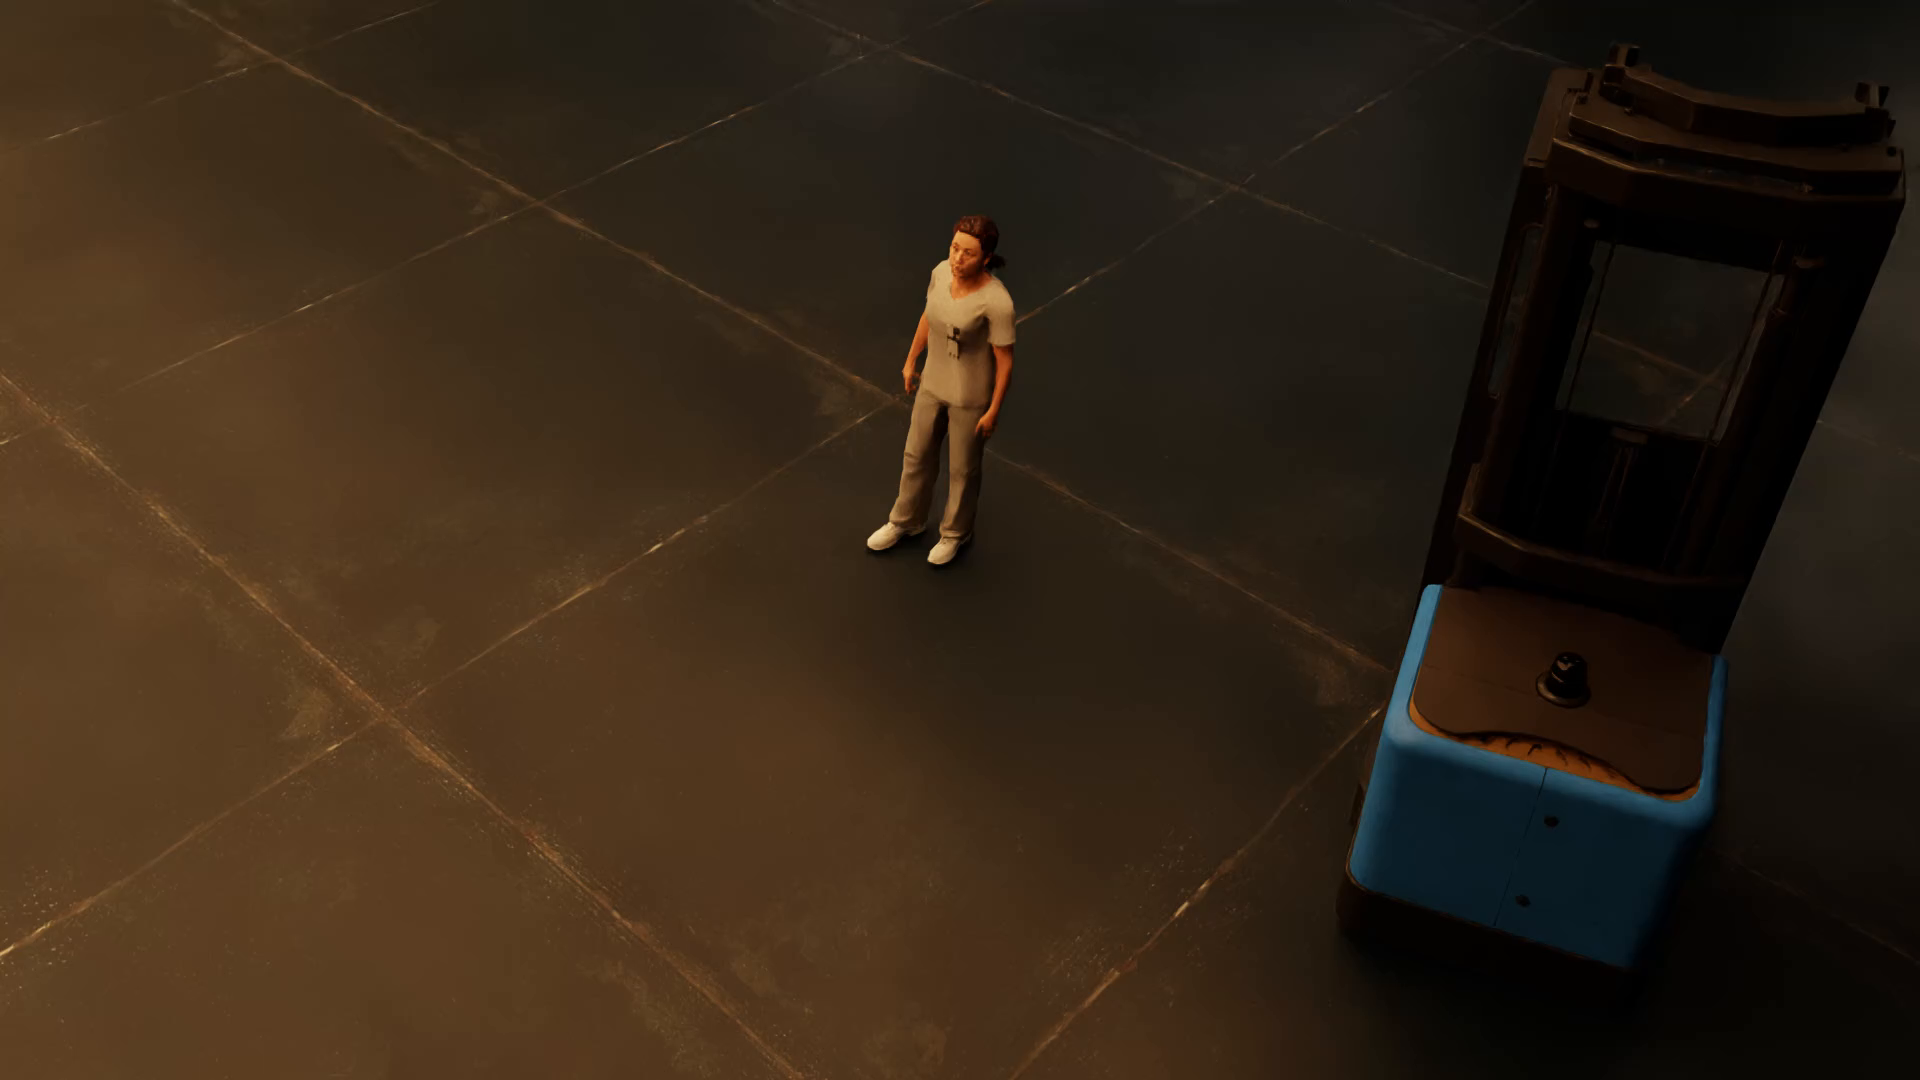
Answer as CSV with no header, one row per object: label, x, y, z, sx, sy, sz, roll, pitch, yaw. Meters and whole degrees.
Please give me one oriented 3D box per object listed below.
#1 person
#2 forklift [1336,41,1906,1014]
person,-0.060,-0.612,7.095,0.550,1.674,0.548,31,49,31
forklift,2.389,-0.459,5.963,1.130,2.935,3.031,15,43,17
